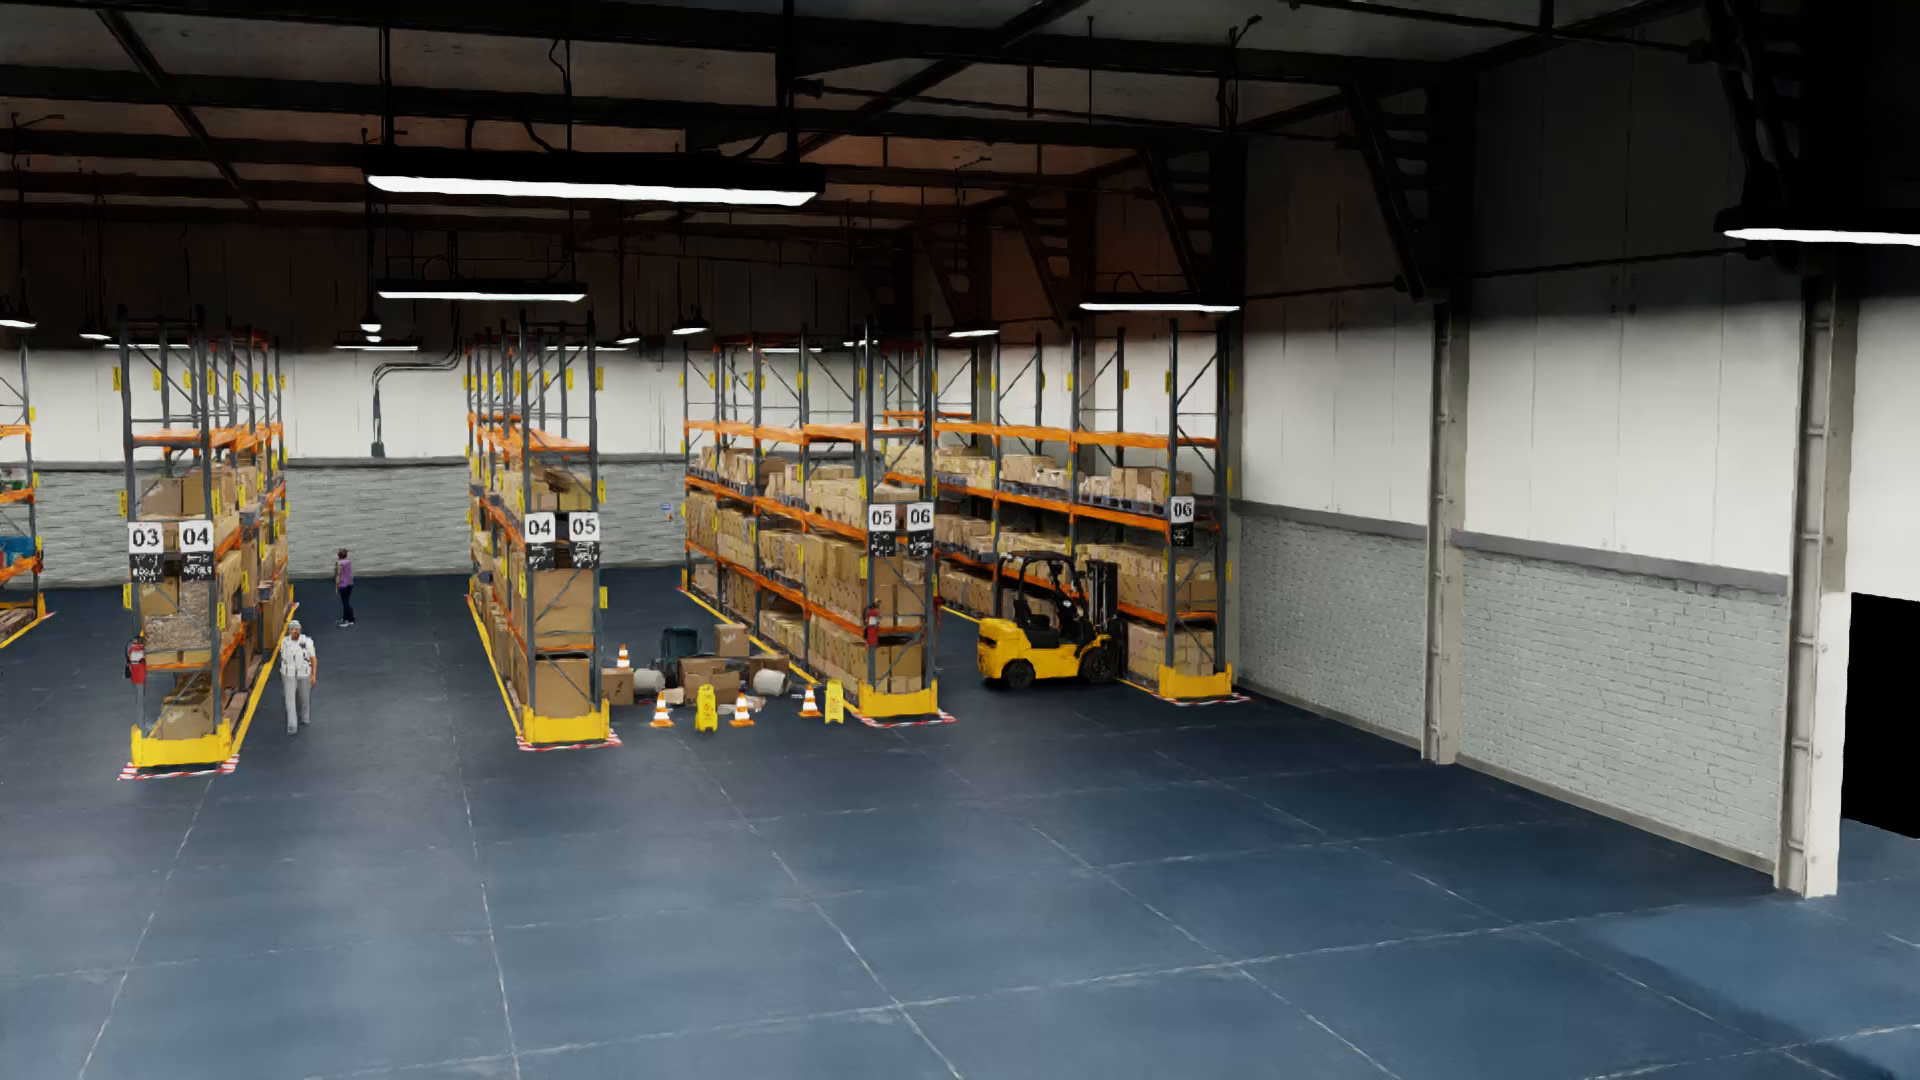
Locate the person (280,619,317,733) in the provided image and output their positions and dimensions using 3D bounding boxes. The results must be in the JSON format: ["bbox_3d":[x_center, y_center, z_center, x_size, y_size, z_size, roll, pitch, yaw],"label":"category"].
[{"bbox_3d":[-9.519,1.930,23.943,0.493,1.606,0.991,-2,6,-20],"label":"person"}]

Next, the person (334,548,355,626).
[{"bbox_3d":[-12.676,0.953,34.211,0.522,1.591,0.516,1,6,12],"label":"person"}]

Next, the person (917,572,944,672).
[{"bbox_3d":[-0.528,1.397,28.824,0.595,1.737,0.449,4,7,39],"label":"person"}]
